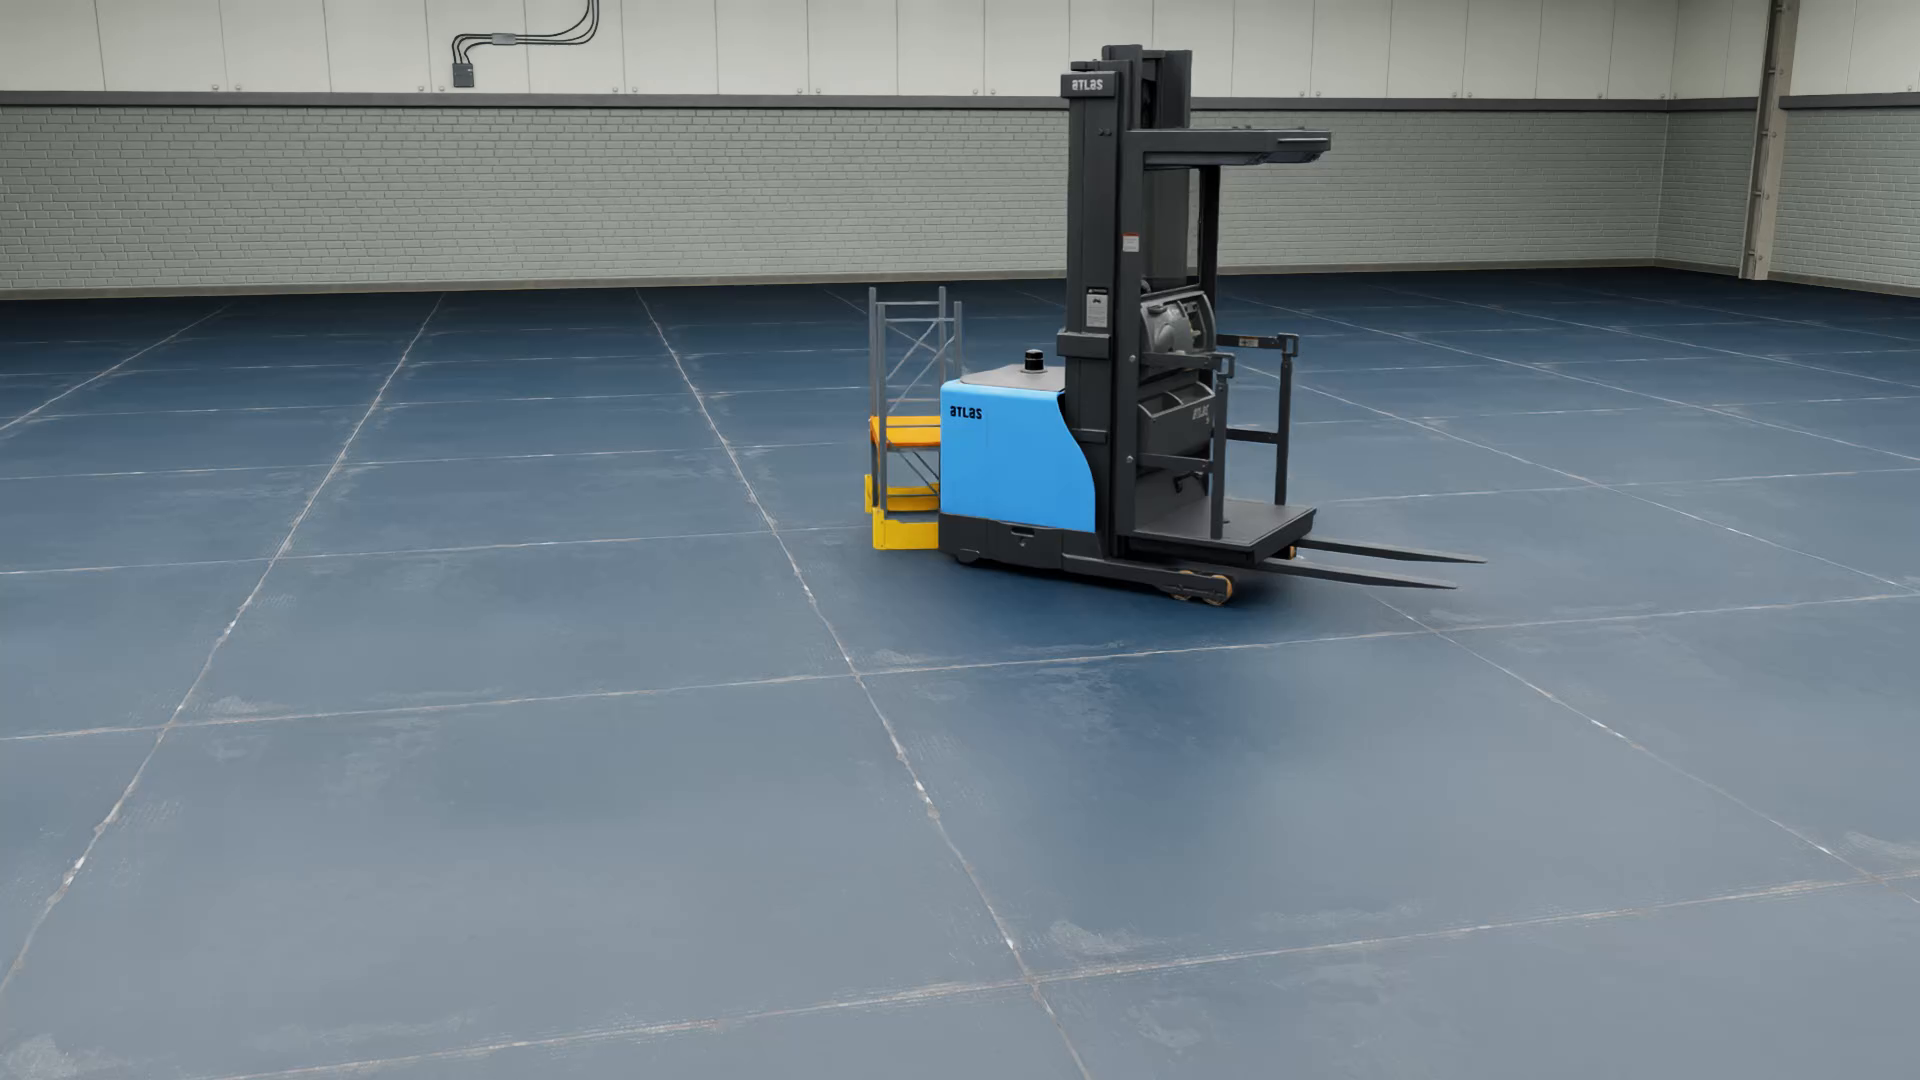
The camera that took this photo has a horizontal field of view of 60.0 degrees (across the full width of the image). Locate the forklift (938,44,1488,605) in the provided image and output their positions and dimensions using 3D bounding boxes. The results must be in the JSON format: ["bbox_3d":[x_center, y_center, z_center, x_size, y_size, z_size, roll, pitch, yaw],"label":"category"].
[{"bbox_3d":[1.400,-1.214,9.220,3.031,2.935,1.130,8,16,30],"label":"forklift"}]

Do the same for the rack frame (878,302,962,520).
[{"bbox_3d":[-0.240,-0.687,10.077,0.500,1.500,0.032,-1,14,-6],"label":"rack frame"}]

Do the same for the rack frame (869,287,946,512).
[{"bbox_3d":[-0.344,-0.927,11.060,0.500,1.500,0.032,-1,14,-6],"label":"rack frame"}]

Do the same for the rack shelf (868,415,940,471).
[{"bbox_3d":[-0.292,-0.632,10.611,0.538,0.185,1.000,-1,14,-6],"label":"rack shelf"}]

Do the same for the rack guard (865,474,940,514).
[{"bbox_3d":[-0.342,-0.315,11.189,0.587,0.250,0.087,-1,14,-6],"label":"rack guard"}]

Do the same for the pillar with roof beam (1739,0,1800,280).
[{"bbox_3d":[9.749,-8.718,27.150,9.100,9.000,0.400,-3,14,-13],"label":"pillar with roof beam"}]

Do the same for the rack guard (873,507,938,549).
[{"bbox_3d":[-0.240,-0.080,10.227,0.587,0.250,0.087,-1,14,-6],"label":"rack guard"}]

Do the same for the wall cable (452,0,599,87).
[{"bbox_3d":[-6.860,-10.133,25.777,2.305,6.003,0.169,-3,14,-13],"label":"wall cable"}]

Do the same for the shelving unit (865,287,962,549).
[{"bbox_3d":[-0.291,-0.804,10.560,0.587,1.500,1.083,-1,14,-6],"label":"shelving unit"}]
